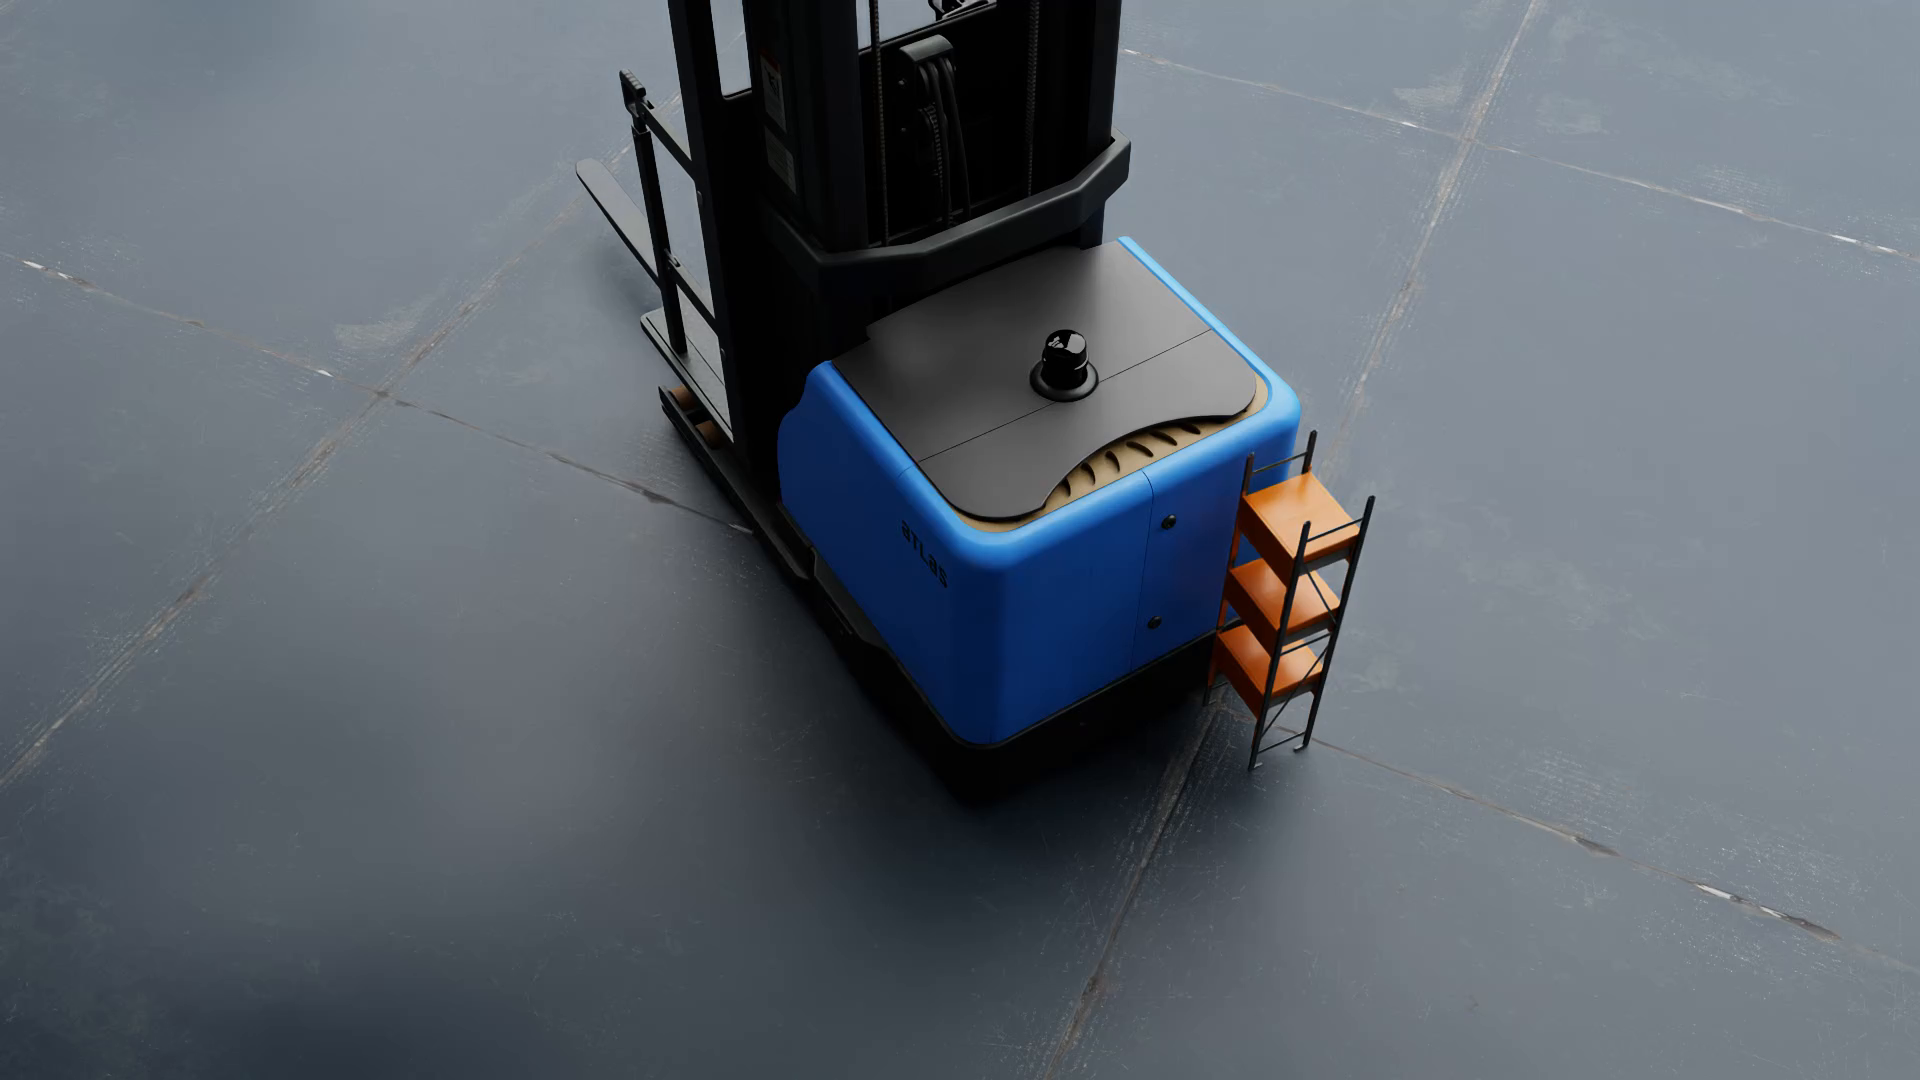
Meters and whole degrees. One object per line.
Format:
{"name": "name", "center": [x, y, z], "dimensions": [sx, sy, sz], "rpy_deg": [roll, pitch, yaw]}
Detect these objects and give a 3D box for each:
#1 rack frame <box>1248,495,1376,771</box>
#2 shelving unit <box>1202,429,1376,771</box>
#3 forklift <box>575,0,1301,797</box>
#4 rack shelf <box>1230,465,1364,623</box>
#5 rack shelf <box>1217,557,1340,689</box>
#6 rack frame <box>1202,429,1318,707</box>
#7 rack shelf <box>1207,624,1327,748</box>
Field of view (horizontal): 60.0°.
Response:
{"name": "rack frame", "center": [0.901, 0.272, 4.326], "dimensions": [0.200, 1.050, 0.008], "rpy_deg": [-20, 52, -17]}
{"name": "shelving unit", "center": [0.847, 0.189, 4.398], "dimensions": [0.215, 1.050, 0.252], "rpy_deg": [-20, 52, -17]}
{"name": "forklift", "center": [-0.334, -1.356, 4.479], "dimensions": [1.130, 2.935, 3.031], "rpy_deg": [-26, 54, -20]}
{"name": "rack shelf", "center": [0.846, 0.010, 4.191], "dimensions": [0.215, 0.259, 0.240], "rpy_deg": [-20, 52, -17]}
{"name": "rack shelf", "center": [0.847, 0.196, 4.406], "dimensions": [0.215, 0.259, 0.240], "rpy_deg": [-20, 52, -17]}
{"name": "rack frame", "center": [0.794, 0.107, 4.470], "dimensions": [0.200, 1.050, 0.008], "rpy_deg": [-20, 52, -17]}
{"name": "rack shelf", "center": [0.849, 0.378, 4.615], "dimensions": [0.215, 0.259, 0.240], "rpy_deg": [-20, 52, -17]}
